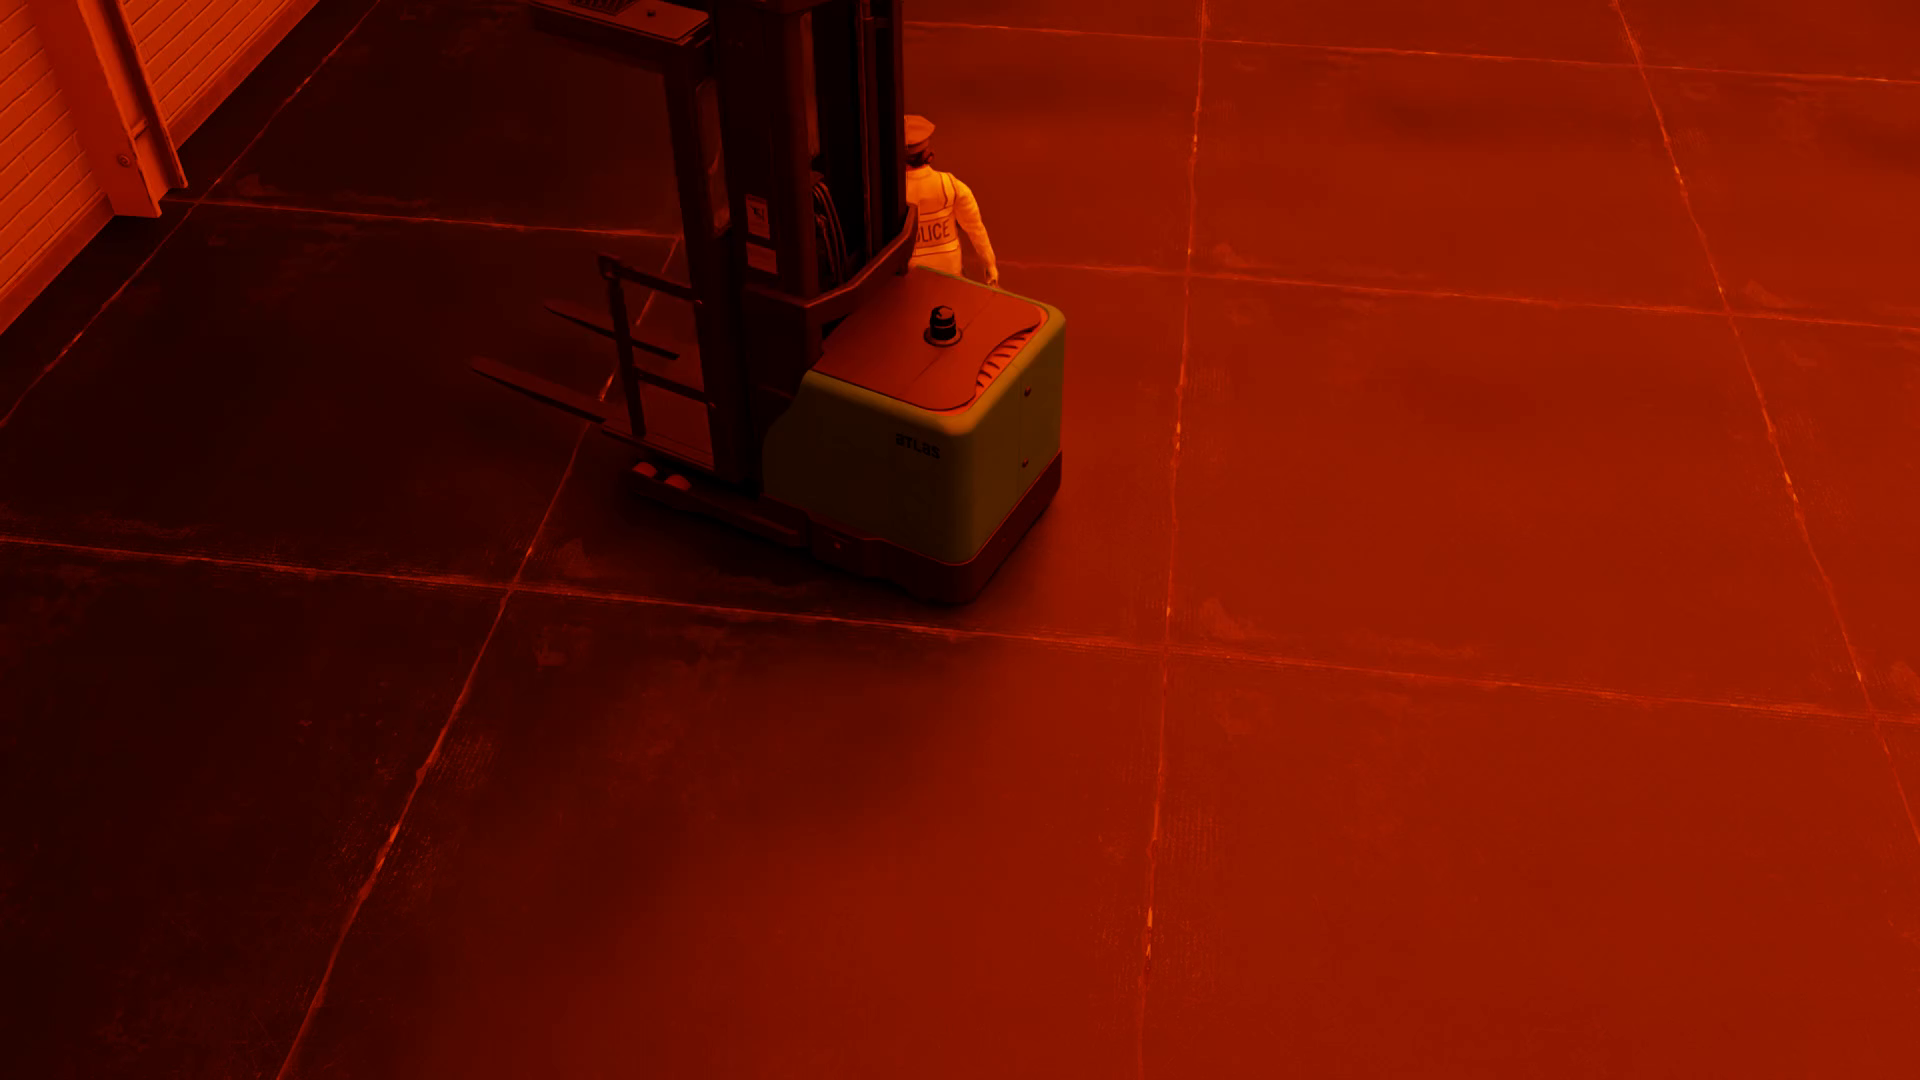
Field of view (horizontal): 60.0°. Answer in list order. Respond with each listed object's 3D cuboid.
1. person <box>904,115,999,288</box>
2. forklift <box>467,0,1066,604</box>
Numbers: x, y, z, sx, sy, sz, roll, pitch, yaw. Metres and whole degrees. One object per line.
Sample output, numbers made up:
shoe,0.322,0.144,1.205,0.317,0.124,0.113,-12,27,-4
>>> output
person,-0.170,-1.402,8.251,0.668,1.584,0.879,-10,43,-11
forklift,-1.051,-1.520,7.379,3.031,2.935,1.130,21,46,21
